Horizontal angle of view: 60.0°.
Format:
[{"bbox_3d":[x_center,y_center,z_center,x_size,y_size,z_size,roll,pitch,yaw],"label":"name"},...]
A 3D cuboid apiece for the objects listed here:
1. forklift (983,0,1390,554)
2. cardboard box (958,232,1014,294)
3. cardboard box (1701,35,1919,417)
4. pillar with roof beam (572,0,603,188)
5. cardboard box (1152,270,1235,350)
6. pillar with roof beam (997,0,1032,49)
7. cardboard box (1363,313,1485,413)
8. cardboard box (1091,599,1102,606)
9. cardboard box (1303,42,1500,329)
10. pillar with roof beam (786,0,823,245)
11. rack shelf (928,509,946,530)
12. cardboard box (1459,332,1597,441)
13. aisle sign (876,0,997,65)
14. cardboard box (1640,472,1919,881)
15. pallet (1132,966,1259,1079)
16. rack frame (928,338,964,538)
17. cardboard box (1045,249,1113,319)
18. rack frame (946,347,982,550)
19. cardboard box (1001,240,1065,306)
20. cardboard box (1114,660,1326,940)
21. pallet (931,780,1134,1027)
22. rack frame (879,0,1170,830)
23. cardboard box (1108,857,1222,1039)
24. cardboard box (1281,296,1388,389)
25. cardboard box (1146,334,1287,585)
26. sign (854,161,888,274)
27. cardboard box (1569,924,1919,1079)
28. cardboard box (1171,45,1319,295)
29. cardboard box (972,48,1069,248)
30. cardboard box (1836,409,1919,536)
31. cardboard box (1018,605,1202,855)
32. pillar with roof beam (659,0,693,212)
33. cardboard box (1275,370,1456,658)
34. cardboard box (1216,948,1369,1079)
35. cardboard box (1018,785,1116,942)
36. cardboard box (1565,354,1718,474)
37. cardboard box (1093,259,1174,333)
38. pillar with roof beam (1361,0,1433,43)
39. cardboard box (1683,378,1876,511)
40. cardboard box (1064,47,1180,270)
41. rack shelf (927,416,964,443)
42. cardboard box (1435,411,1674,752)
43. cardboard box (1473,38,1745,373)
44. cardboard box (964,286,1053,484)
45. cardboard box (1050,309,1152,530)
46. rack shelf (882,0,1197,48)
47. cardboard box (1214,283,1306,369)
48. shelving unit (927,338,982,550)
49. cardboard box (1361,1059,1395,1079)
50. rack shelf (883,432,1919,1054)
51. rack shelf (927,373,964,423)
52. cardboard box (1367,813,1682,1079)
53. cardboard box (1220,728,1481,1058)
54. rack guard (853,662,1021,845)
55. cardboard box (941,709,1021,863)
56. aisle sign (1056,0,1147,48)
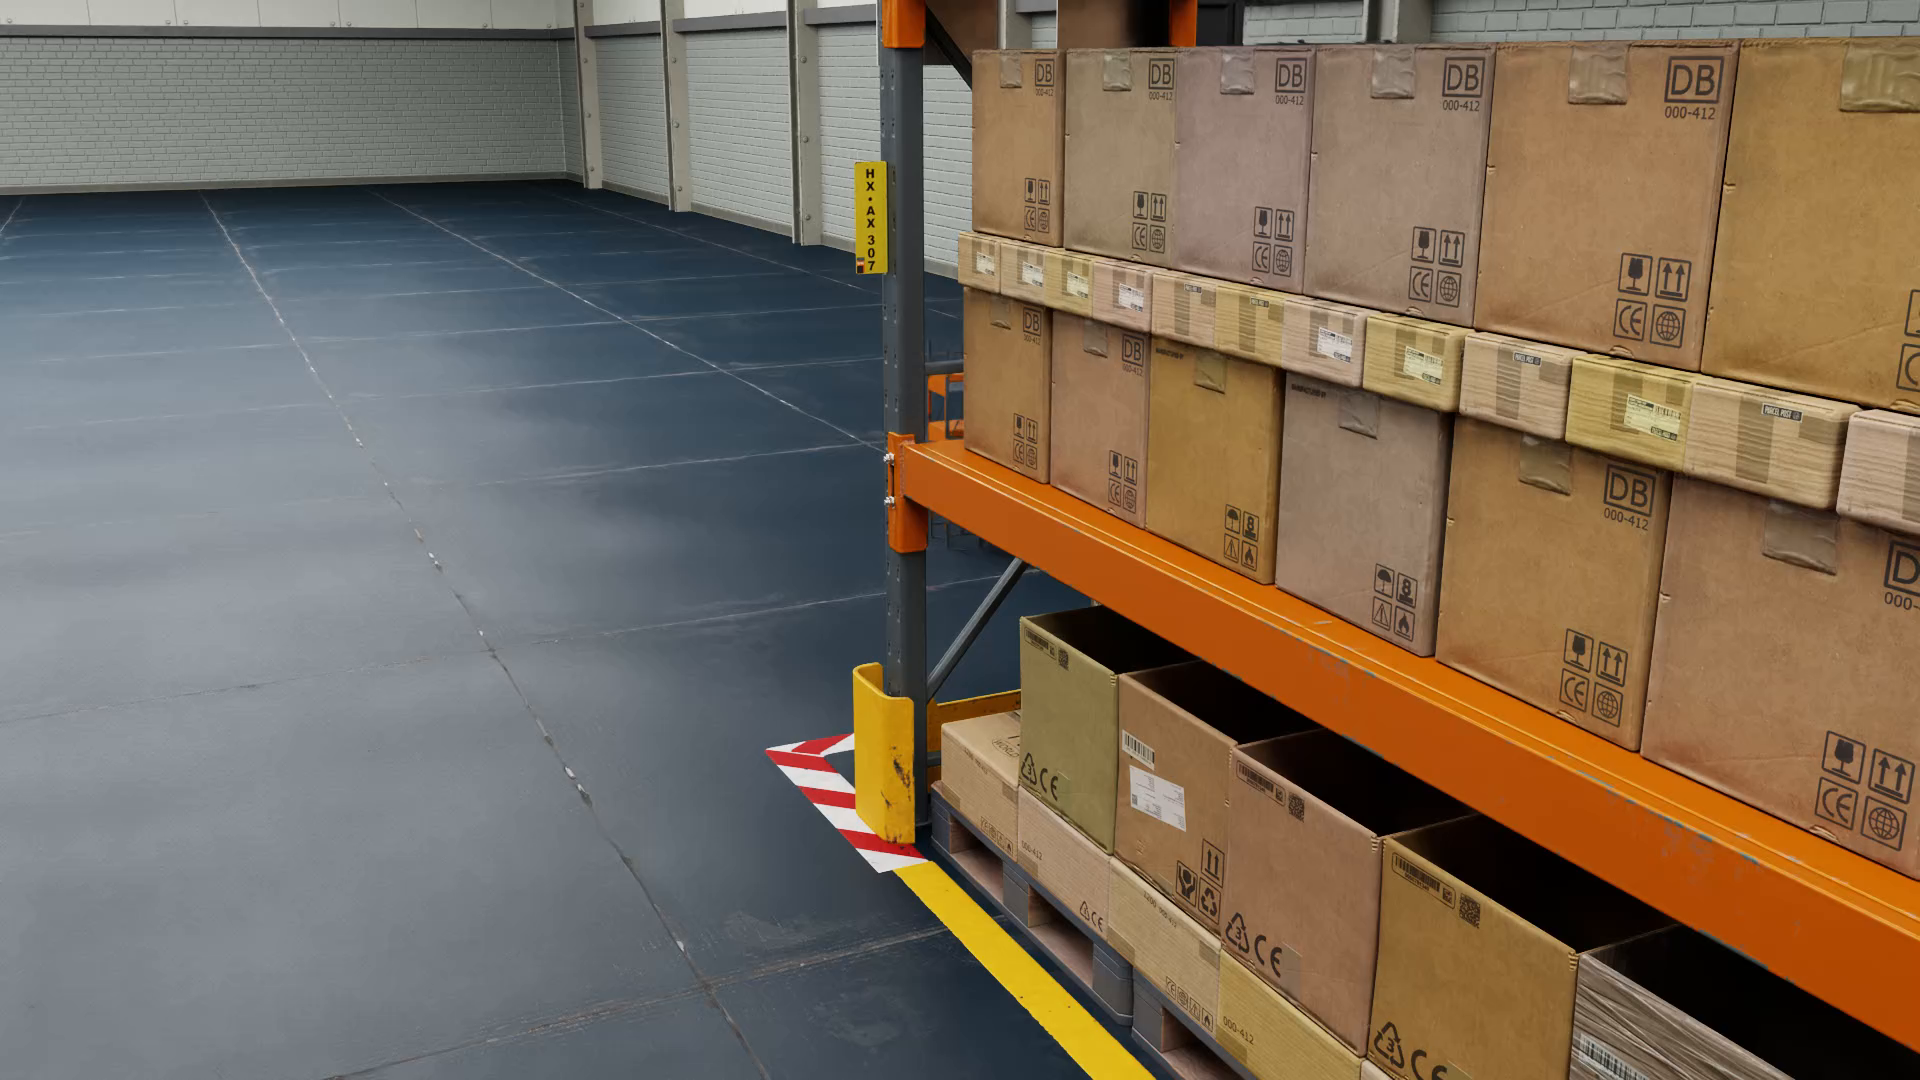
[{"bbox_3d":[1.655,-1.392,8.287,3.031,2.935,1.130,1,16,3],"label":"forklift"},{"bbox_3d":[0.217,-0.800,4.745,0.380,0.149,0.250,-8,18,-25],"label":"cardboard box"},{"bbox_3d":[1.569,-0.478,2.446,0.700,0.500,0.500,-8,18,-25],"label":"cardboard box"},{"bbox_3d":[-11.238,-10.897,30.408,9.100,9.000,0.400,-8,18,-25],"label":"pillar with roof beam"},{"bbox_3d":[0.671,-0.545,3.853,0.380,0.149,0.250,-8,18,-27],"label":"cardboard box"},{"bbox_3d":[-3.353,-6.433,14.855,9.100,9.000,0.400,-8,18,-25],"label":"pillar with roof beam"},{"bbox_3d":[1.005,-0.354,3.189,0.380,0.149,0.250,-7,17,-23],"label":"cardboard box"},{"bbox_3d":[0.741,0.292,5.158,0.500,0.500,0.500,-8,18,-25],"label":"cardboard box"},{"bbox_3d":[1.131,-0.726,3.310,0.700,0.500,0.500,-8,18,-25],"label":"cardboard box"},{"bbox_3d":[-5.981,-7.921,20.039,9.100,9.000,0.400,-8,18,-25],"label":"pillar with roof beam"},{"bbox_3d":[-0.025,-0.217,8.650,0.215,0.259,0.240,-7,17,-22],"label":"rack shelf"},{"bbox_3d":[1.124,-0.289,2.961,0.380,0.149,0.250,-7,17,-23],"label":"cardboard box"},{"bbox_3d":[-0.065,-1.793,4.847,0.394,0.787,0.004,-8,18,-25],"label":"aisle sign"},{"bbox_3d":[1.554,0.141,2.642,0.700,0.500,0.500,-8,18,-25],"label":"cardboard box"},{"bbox_3d":[1.142,1.263,3.967,1.003,0.211,1.213,-8,18,-25],"label":"pallet"},{"bbox_3d":[-0.072,-0.525,8.679,0.200,1.050,0.008,-7,17,-22],"label":"rack frame"},{"bbox_3d":[0.443,-0.673,4.302,0.380,0.149,0.250,-8,18,-25],"label":"cardboard box"},{"bbox_3d":[0.022,-0.463,8.462,0.200,1.050,0.008,-7,17,-22],"label":"rack frame"},{"bbox_3d":[0.335,-0.735,4.518,0.380,0.149,0.250,-8,18,-26],"label":"cardboard box"},{"bbox_3d":[0.725,0.601,4.081,0.500,0.500,0.500,-8,18,-25],"label":"cardboard box"},{"bbox_3d":[0.611,0.961,5.019,1.003,0.211,1.213,-8,18,-25],"label":"pallet"},{"bbox_3d":[0.239,-0.564,5.278,1.000,3.000,0.127,-8,18,-25],"label":"rack frame"},{"bbox_3d":[0.715,0.963,4.179,0.500,0.250,0.500,-8,18,-25],"label":"cardboard box"},{"bbox_3d":[0.890,-0.419,3.416,0.380,0.149,0.250,-7,18,-24],"label":"cardboard box"},{"bbox_3d":[0.878,-0.241,3.972,0.700,0.500,0.500,-8,18,-25],"label":"cardboard box"},{"bbox_3d":[-0.263,-0.953,4.919,0.100,0.325,0.005,-8,18,-25],"label":"sign"},{"bbox_3d":[1.383,0.973,2.785,0.500,0.500,0.500,-8,18,-25],"label":"cardboard box"},{"bbox_3d":[0.912,-0.851,3.743,0.700,0.500,0.500,-8,18,-25],"label":"cardboard box"},{"bbox_3d":[0.455,-1.105,4.631,0.700,0.500,0.500,-8,18,-25],"label":"cardboard box"},{"bbox_3d":[1.456,-0.100,2.303,0.380,0.149,0.250,-8,18,-27],"label":"cardboard box"},{"bbox_3d":[0.494,0.479,4.507,0.500,0.500,0.500,-8,18,-25],"label":"cardboard box"},{"bbox_3d":[-8.610,-9.409,25.223,9.100,9.000,0.400,-8,18,-25],"label":"pillar with roof beam"},{"bbox_3d":[1.112,-0.111,3.519,0.700,0.500,0.500,-7,17,-23],"label":"cardboard box"},{"bbox_3d":[0.929,1.088,3.745,0.500,0.250,0.500,-8,18,-25],"label":"cardboard box"},{"bbox_3d":[0.496,0.839,4.612,0.500,0.250,0.500,-8,18,-25],"label":"cardboard box"},{"bbox_3d":[1.235,-0.226,2.743,0.380,0.149,0.250,-8,18,-25],"label":"cardboard box"},{"bbox_3d":[0.552,-0.610,4.083,0.380,0.149,0.250,-8,18,-26],"label":"cardboard box"},{"bbox_3d":[-0.724,-4.946,9.670,9.100,9.000,0.400,-8,18,-25],"label":"pillar with roof beam"},{"bbox_3d":[1.340,-0.165,2.529,0.380,0.149,0.250,-8,18,-25],"label":"cardboard box"},{"bbox_3d":[0.690,-0.975,4.178,0.700,0.500,0.500,-8,18,-26],"label":"cardboard box"},{"bbox_3d":[-0.025,-0.484,8.573,0.215,0.259,0.240,-7,17,-22],"label":"rack shelf"},{"bbox_3d":[1.338,0.016,3.077,0.700,0.500,0.500,-7,18,-24],"label":"cardboard box"},{"bbox_3d":[1.350,-0.602,2.879,0.700,0.500,0.500,-8,18,-25],"label":"cardboard box"},{"bbox_3d":[0.432,-0.495,4.855,0.700,0.500,0.500,-8,18,-25],"label":"cardboard box"},{"bbox_3d":[0.666,-0.365,4.404,0.700,0.500,0.500,-7,17,-23],"label":"cardboard box"},{"bbox_3d":[1.115,-1.164,3.235,1.077,0.370,4.000,-8,18,-25],"label":"rack shelf"},{"bbox_3d":[0.783,-0.481,3.633,0.380,0.149,0.250,-8,18,-26],"label":"cardboard box"},{"bbox_3d":[-0.025,-0.494,8.570,0.215,1.050,0.252,-7,17,-22],"label":"shelving unit"},{"bbox_3d":[1.149,1.212,3.314,0.500,0.250,0.500,-8,18,-25],"label":"cardboard box"},{"bbox_3d":[1.115,0.278,3.649,1.077,0.370,4.000,-8,18,-25],"label":"rack shelf"},{"bbox_3d":[-0.025,-0.757,8.495,0.215,0.259,0.240,-7,17,-22],"label":"rack shelf"},{"bbox_3d":[1.160,0.850,3.216,0.500,0.500,0.500,-8,18,-25],"label":"cardboard box"},{"bbox_3d":[0.928,0.728,3.641,0.500,0.500,0.500,-8,18,-25],"label":"cardboard box"},{"bbox_3d":[0.228,0.632,5.643,1.175,0.500,0.348,-8,18,-25],"label":"rack guard"},{"bbox_3d":[0.274,0.716,5.042,0.500,0.250,0.500,-8,18,-25],"label":"cardboard box"},{"bbox_3d":[0.474,-1.865,5.100,0.394,0.787,0.004,-8,18,-25],"label":"aisle sign"}]
